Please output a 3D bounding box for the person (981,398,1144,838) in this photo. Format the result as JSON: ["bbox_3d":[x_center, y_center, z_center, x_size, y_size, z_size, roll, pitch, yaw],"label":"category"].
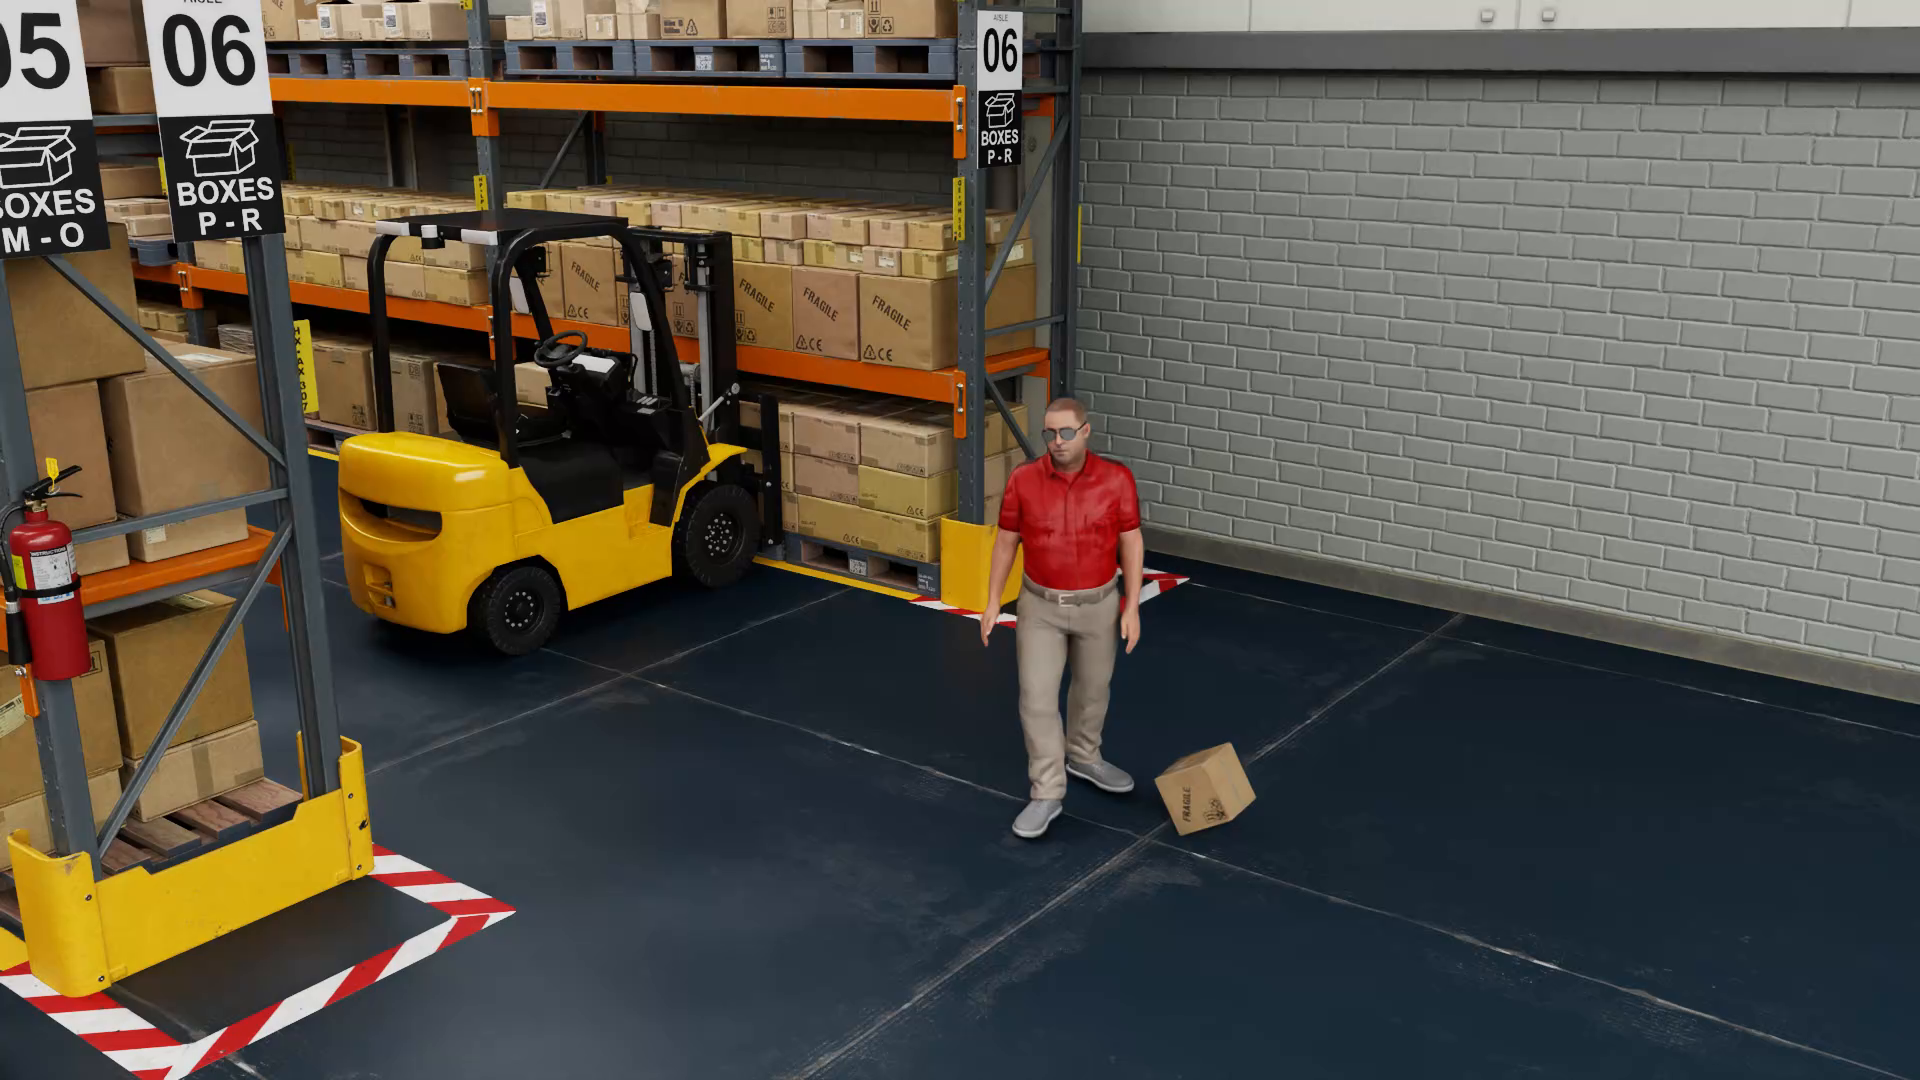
[{"bbox_3d":[0.408,0.275,6.637,0.648,1.718,0.639,0,16,0],"label":"person"}]
